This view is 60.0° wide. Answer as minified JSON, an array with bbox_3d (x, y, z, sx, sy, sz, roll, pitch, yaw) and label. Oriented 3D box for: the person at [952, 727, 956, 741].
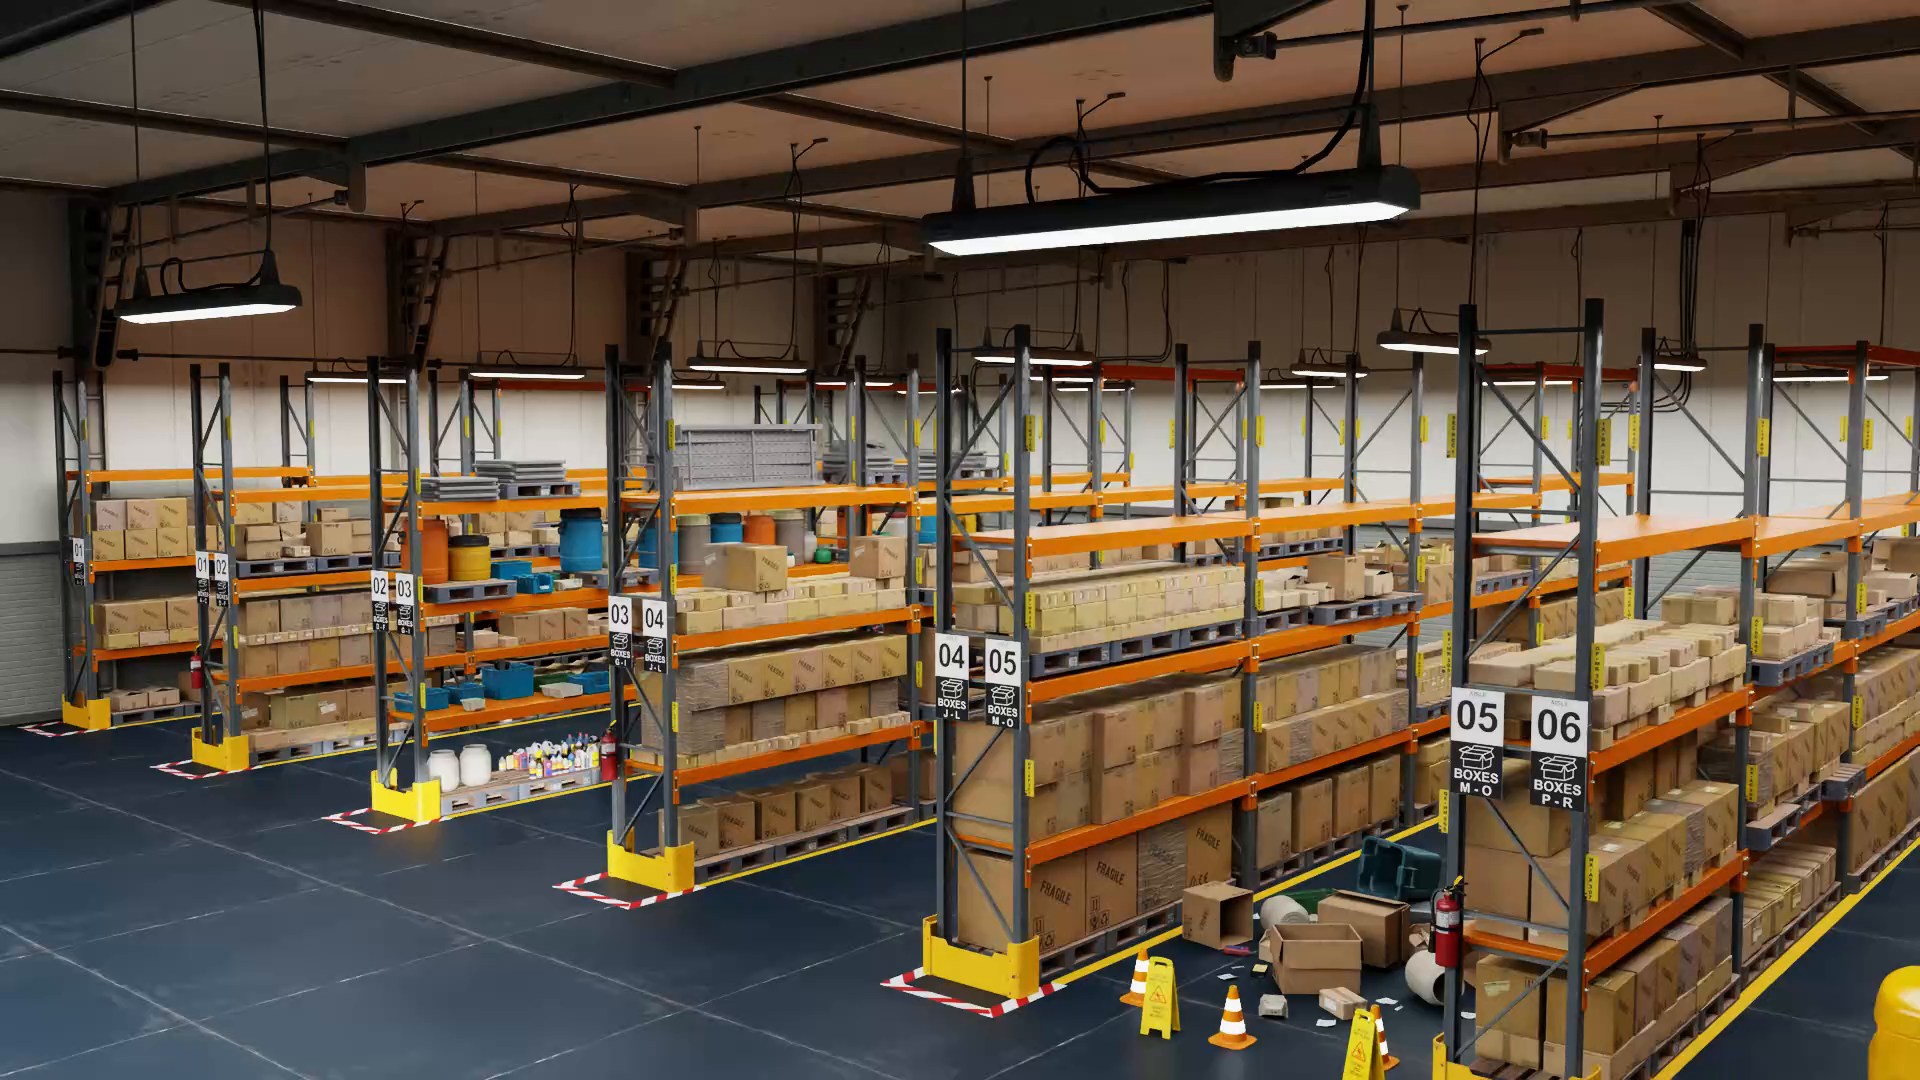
[{"bbox_3d":[-0.168,2.395,26.480,0.686,1.731,0.617,3,5,35],"label":"person"}]
